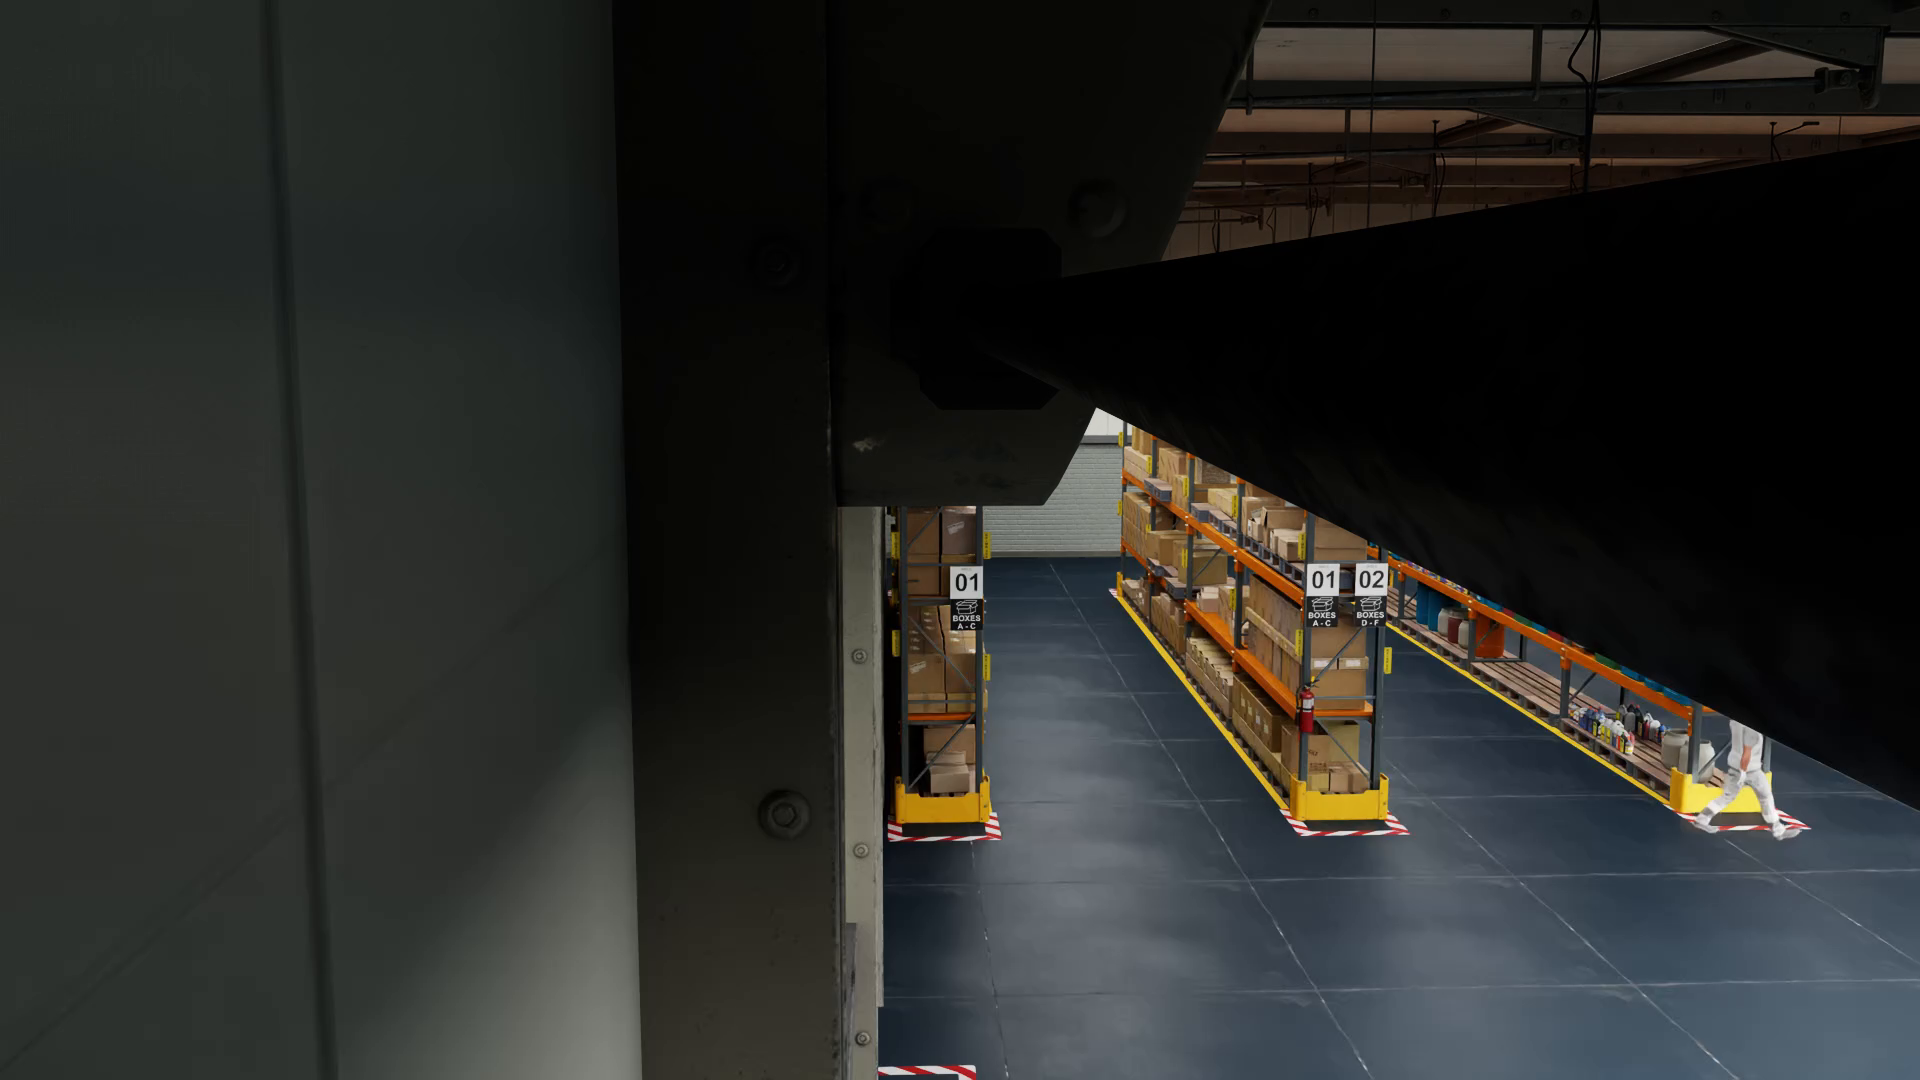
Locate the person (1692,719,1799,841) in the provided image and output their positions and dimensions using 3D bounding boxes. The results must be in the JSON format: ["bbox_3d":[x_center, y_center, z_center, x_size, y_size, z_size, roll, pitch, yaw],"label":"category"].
[{"bbox_3d":[9.385,2.705,19.809,1.099,1.732,0.587,-1,8,-9],"label":"person"}]
